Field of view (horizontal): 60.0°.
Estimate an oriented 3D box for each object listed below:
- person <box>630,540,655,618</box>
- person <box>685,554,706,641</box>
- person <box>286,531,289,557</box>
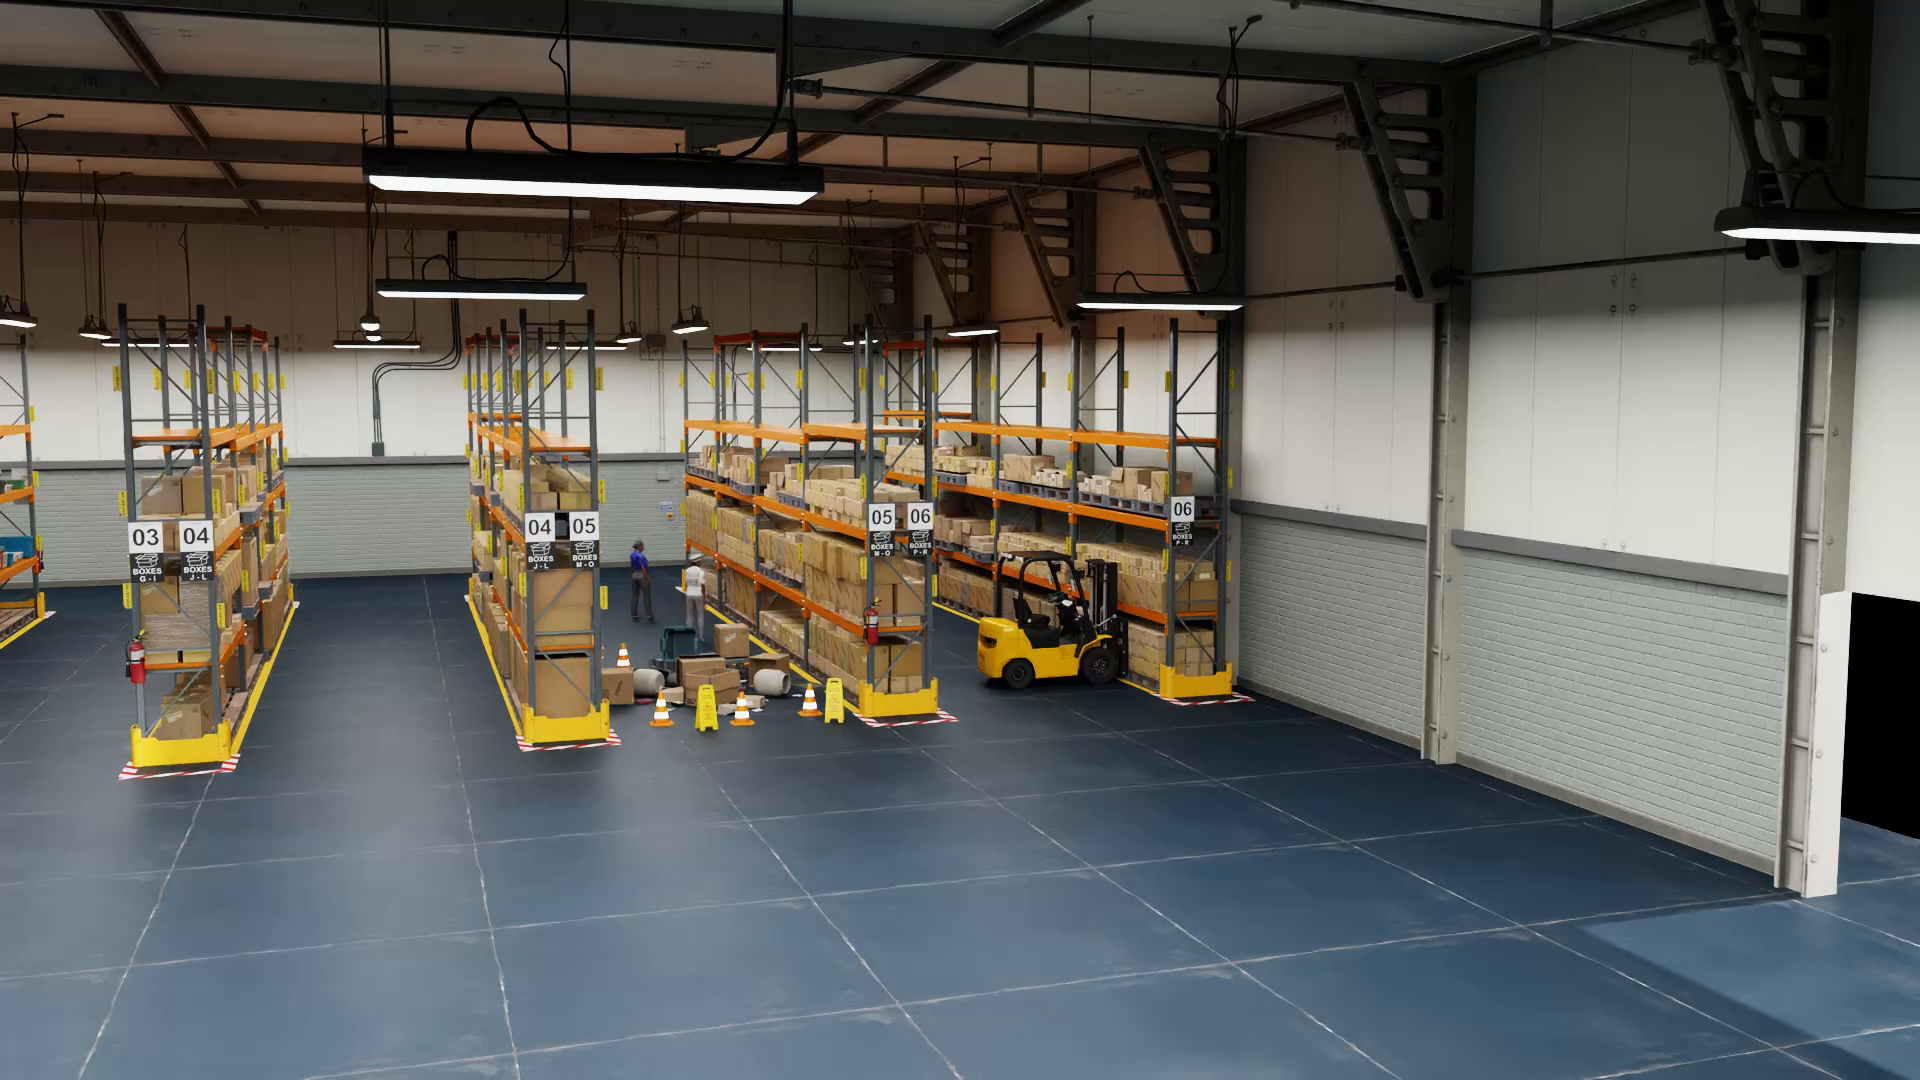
[{"bbox_3d":[-6.754,0.833,35.314,0.541,1.661,0.403,3,6,31],"label":"person"},{"bbox_3d":[-5.111,1.116,32.176,0.456,1.686,0.370,1,6,12],"label":"person"},{"bbox_3d":[-16.397,0.345,39.856,0.577,1.799,0.414,-1,5,-7],"label":"person"}]
